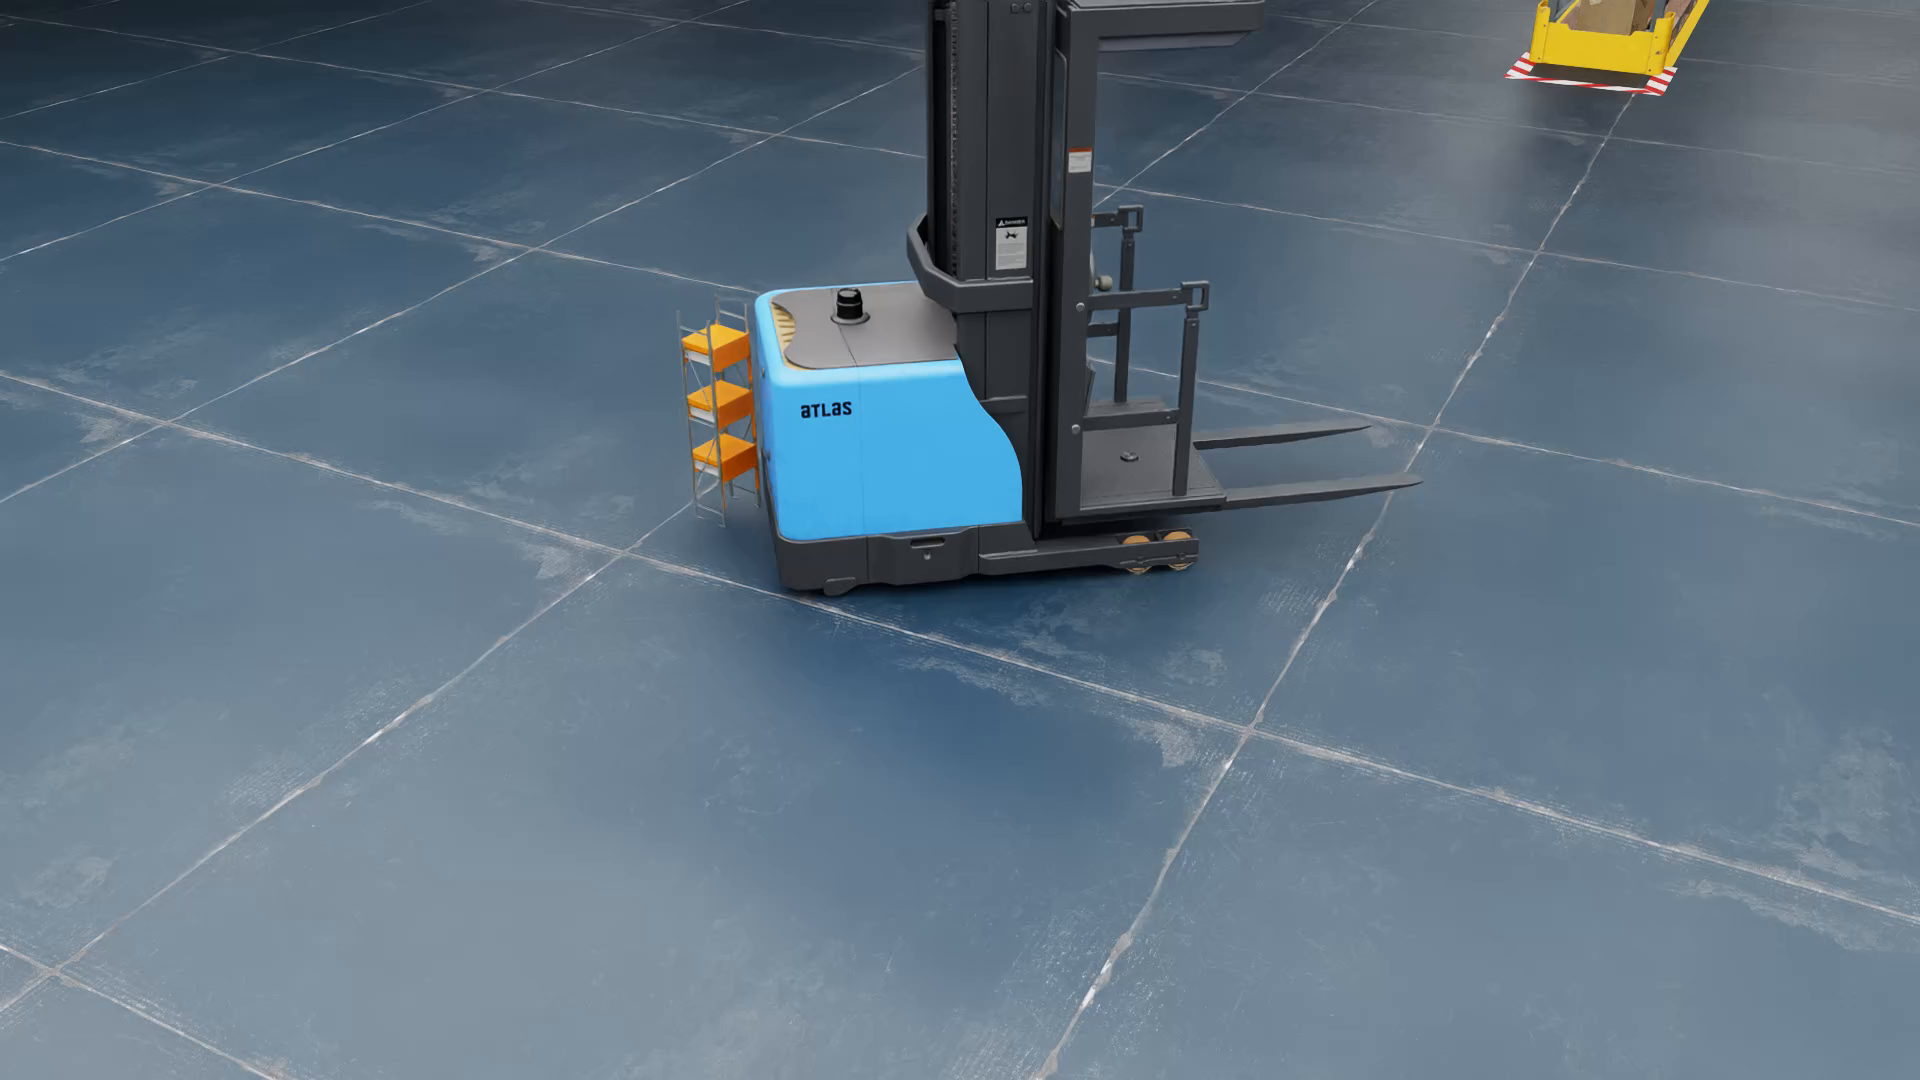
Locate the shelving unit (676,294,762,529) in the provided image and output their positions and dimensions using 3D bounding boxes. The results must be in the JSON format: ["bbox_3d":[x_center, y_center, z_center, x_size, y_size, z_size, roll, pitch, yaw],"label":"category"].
[{"bbox_3d":[-1.111,-0.586,7.717,0.215,1.050,0.252,20,36,31],"label":"shelving unit"}]

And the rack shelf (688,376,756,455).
[{"bbox_3d":[-1.111,-0.577,7.722,0.215,0.259,0.240,20,36,31],"label":"rack shelf"}]

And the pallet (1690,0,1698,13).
[{"bbox_3d":[7.413,-5.937,17.876,1.003,0.211,1.213,14,33,23],"label":"pallet"}]

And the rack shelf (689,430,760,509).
[{"bbox_3d":[-1.111,-0.336,7.861,0.215,0.259,0.240,20,36,31],"label":"rack shelf"}]

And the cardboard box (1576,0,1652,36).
[{"bbox_3d":[6.165,-5.050,15.620,0.500,0.500,0.500,21,36,32],"label":"cardboard box"}]

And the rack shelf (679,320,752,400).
[{"bbox_3d":[-1.111,-0.823,7.581,0.215,0.259,0.240,20,36,31],"label":"rack shelf"}]

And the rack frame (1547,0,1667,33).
[{"bbox_3d":[5.866,-5.678,14.626,1.000,3.000,0.127,14,33,23],"label":"rack frame"}]

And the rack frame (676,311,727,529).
[{"bbox_3d":[-1.184,-0.538,7.632,0.200,1.050,0.008,20,36,31],"label":"rack frame"}]

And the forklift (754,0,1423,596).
[{"bbox_3d":[0.621,-1.377,7.204,3.031,2.935,1.130,-5,30,-9],"label":"forklift"}]

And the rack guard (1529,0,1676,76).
[{"bbox_3d":[5.900,-4.628,15.307,1.175,0.500,0.348,14,33,23],"label":"rack guard"}]

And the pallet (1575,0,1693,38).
[{"bbox_3d":[6.859,-5.394,16.931,1.003,0.211,1.213,14,33,23],"label":"pallet"}]

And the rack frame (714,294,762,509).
[{"bbox_3d":[-1.039,-0.635,7.802,0.200,1.050,0.008,20,36,31],"label":"rack frame"}]

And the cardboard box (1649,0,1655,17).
[{"bbox_3d":[6.407,-5.322,16.095,0.500,0.500,0.500,24,38,36],"label":"cardboard box"}]

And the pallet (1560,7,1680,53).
[{"bbox_3d":[6.302,-4.855,15.993,1.003,0.211,1.213,14,33,23],"label":"pallet"}]
